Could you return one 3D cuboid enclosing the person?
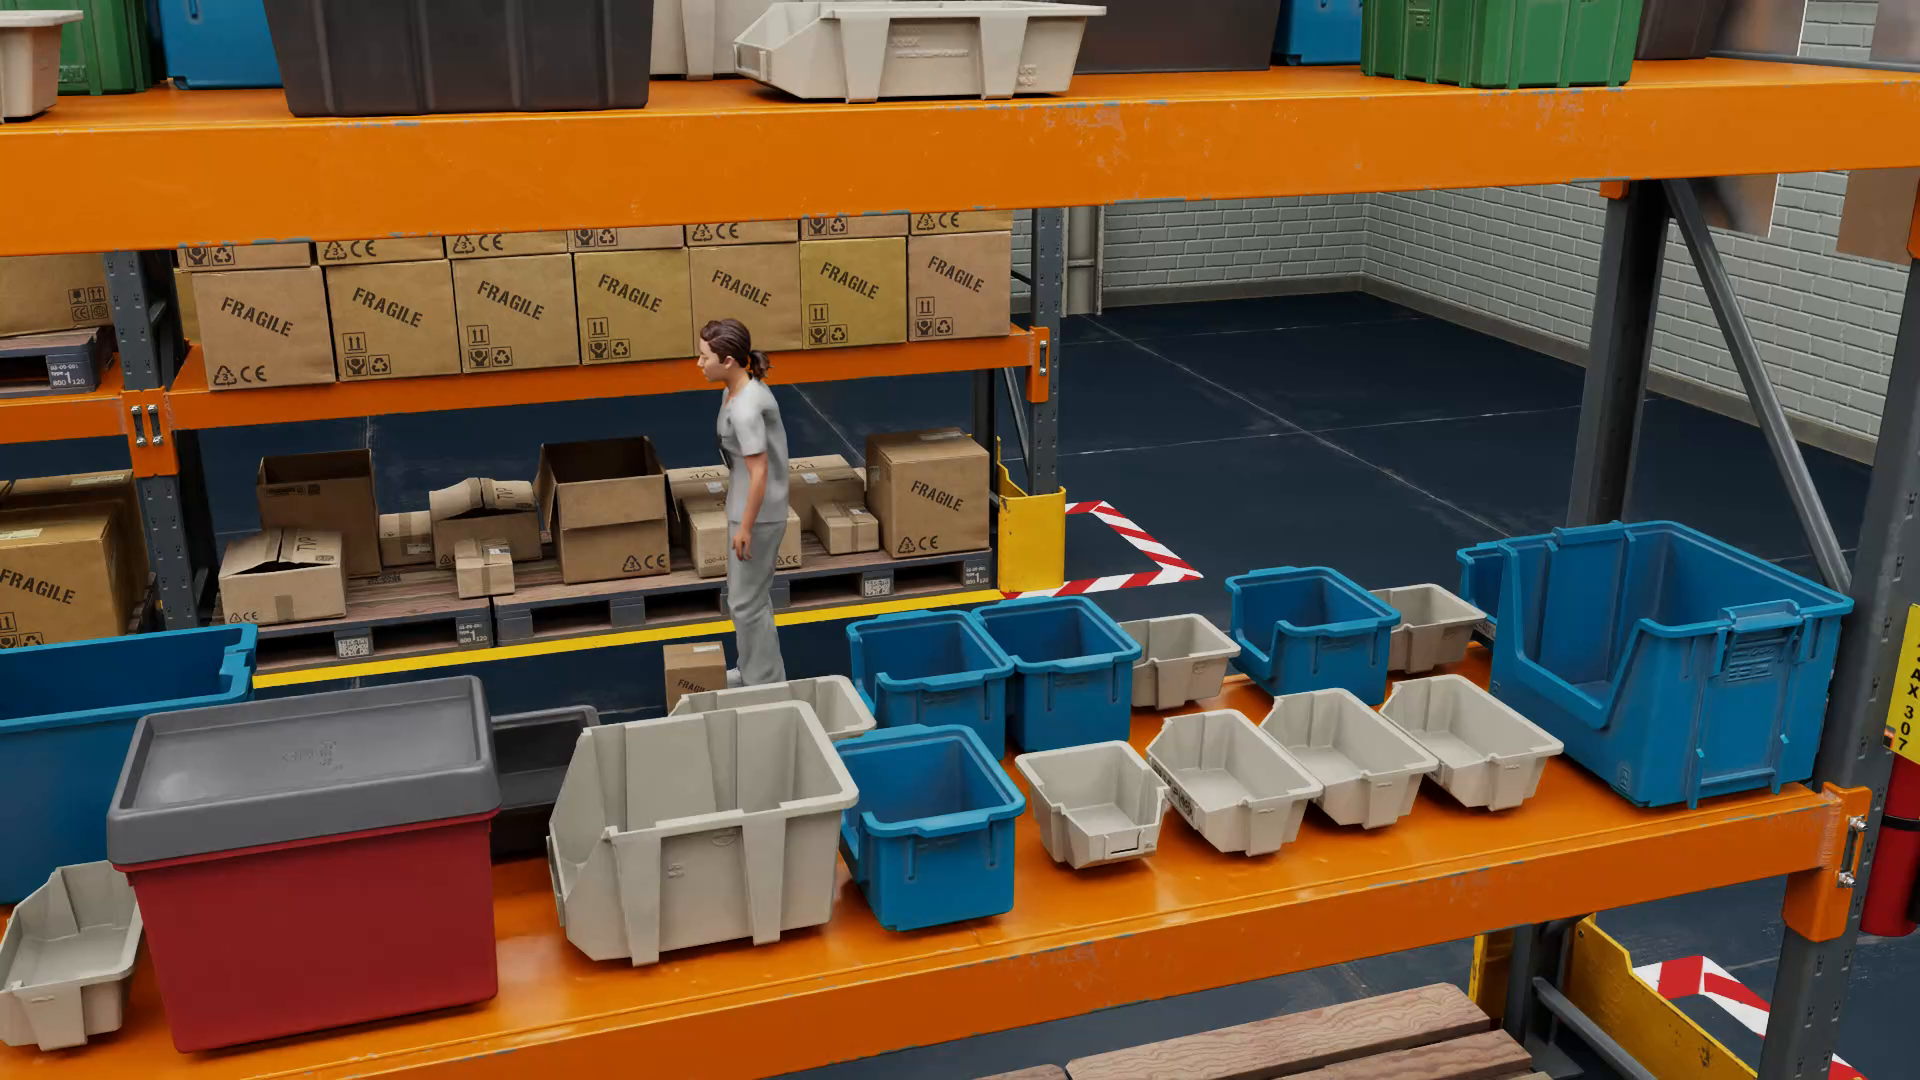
[{"bbox_3d":[-0.874,-0.091,6.834,0.353,1.669,0.491,-4,20,-10],"label":"person"}]
